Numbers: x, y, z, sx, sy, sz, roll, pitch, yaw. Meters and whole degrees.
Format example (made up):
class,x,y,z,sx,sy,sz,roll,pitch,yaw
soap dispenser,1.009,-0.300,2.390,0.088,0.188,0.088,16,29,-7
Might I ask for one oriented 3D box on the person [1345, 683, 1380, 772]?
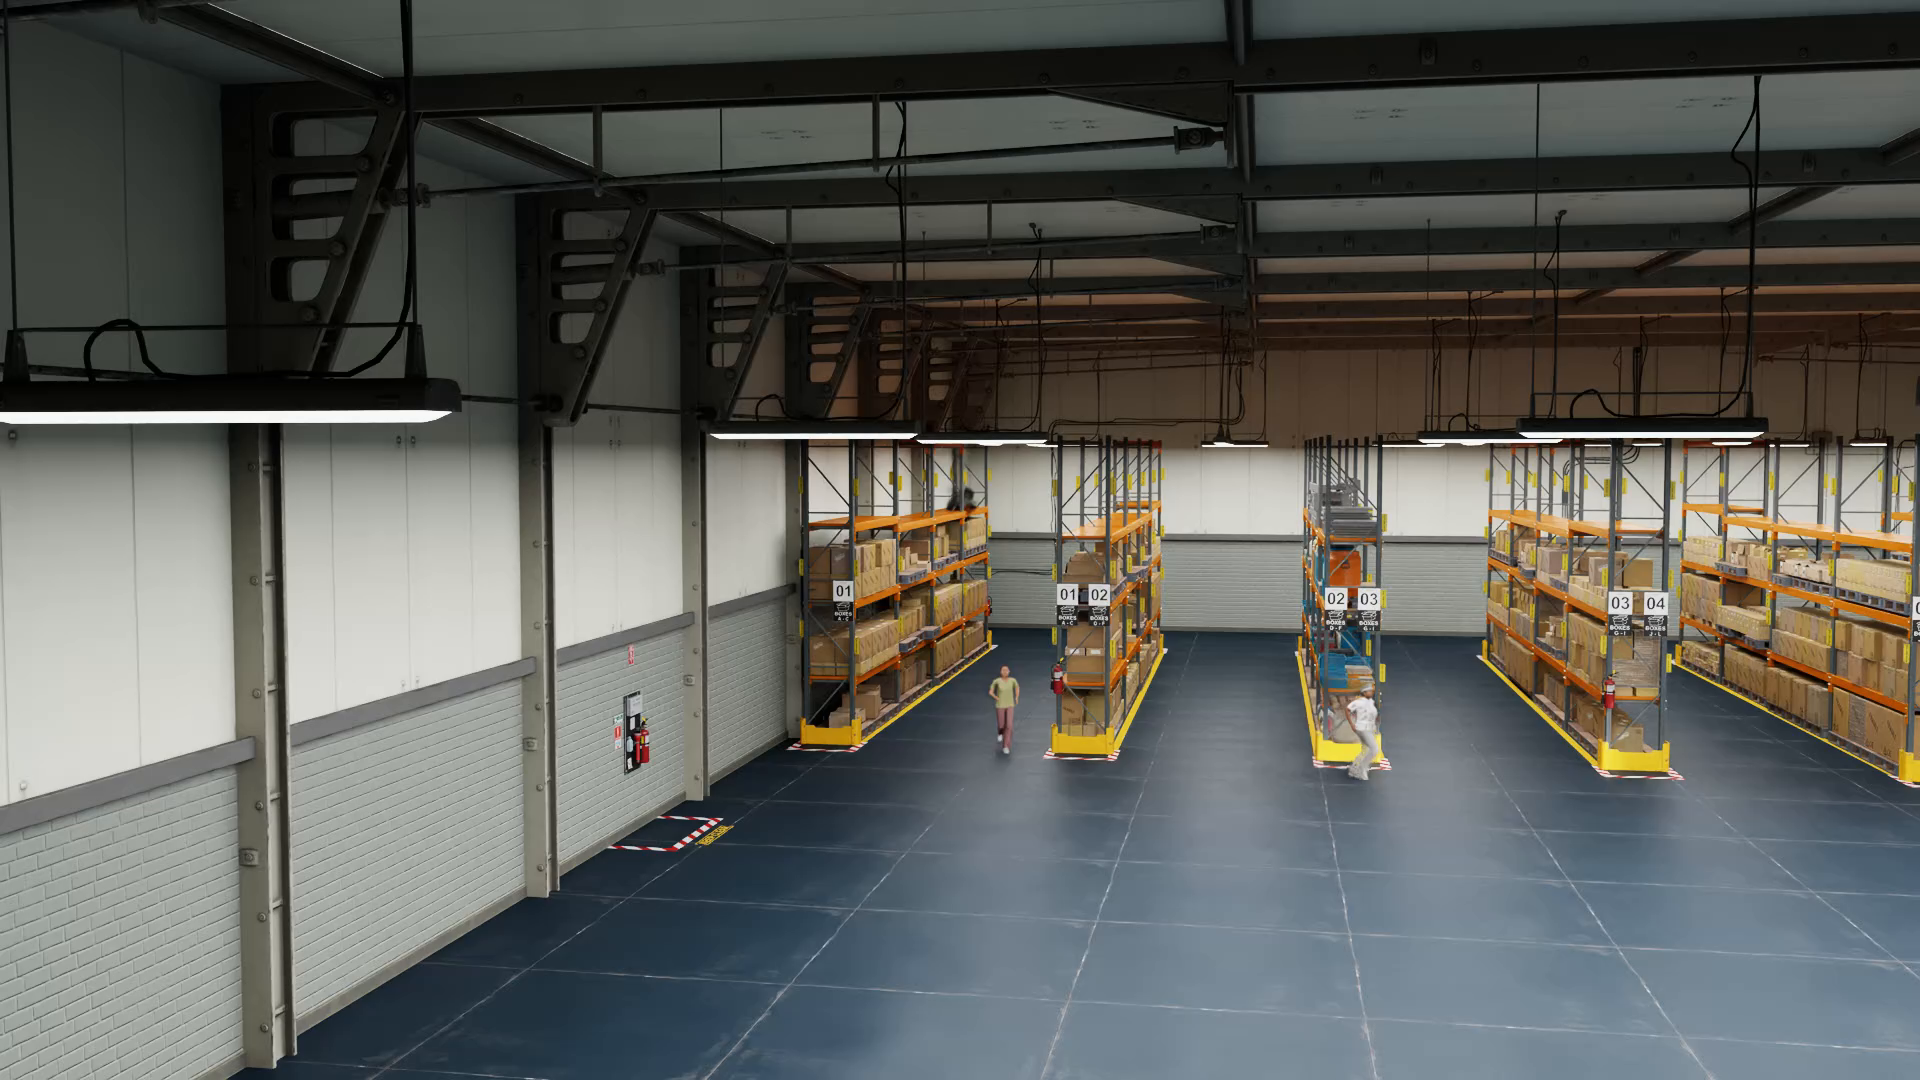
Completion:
class,x,y,z,sx,sy,sz,roll,pitch,yaw
person,7.066,3.277,28.900,0.610,1.587,0.575,3,4,40

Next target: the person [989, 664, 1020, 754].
class,x,y,z,sx,sy,sz,roll,pitch,yaw
person,0.860,3.184,31.635,0.600,1.643,0.915,0,3,-6
